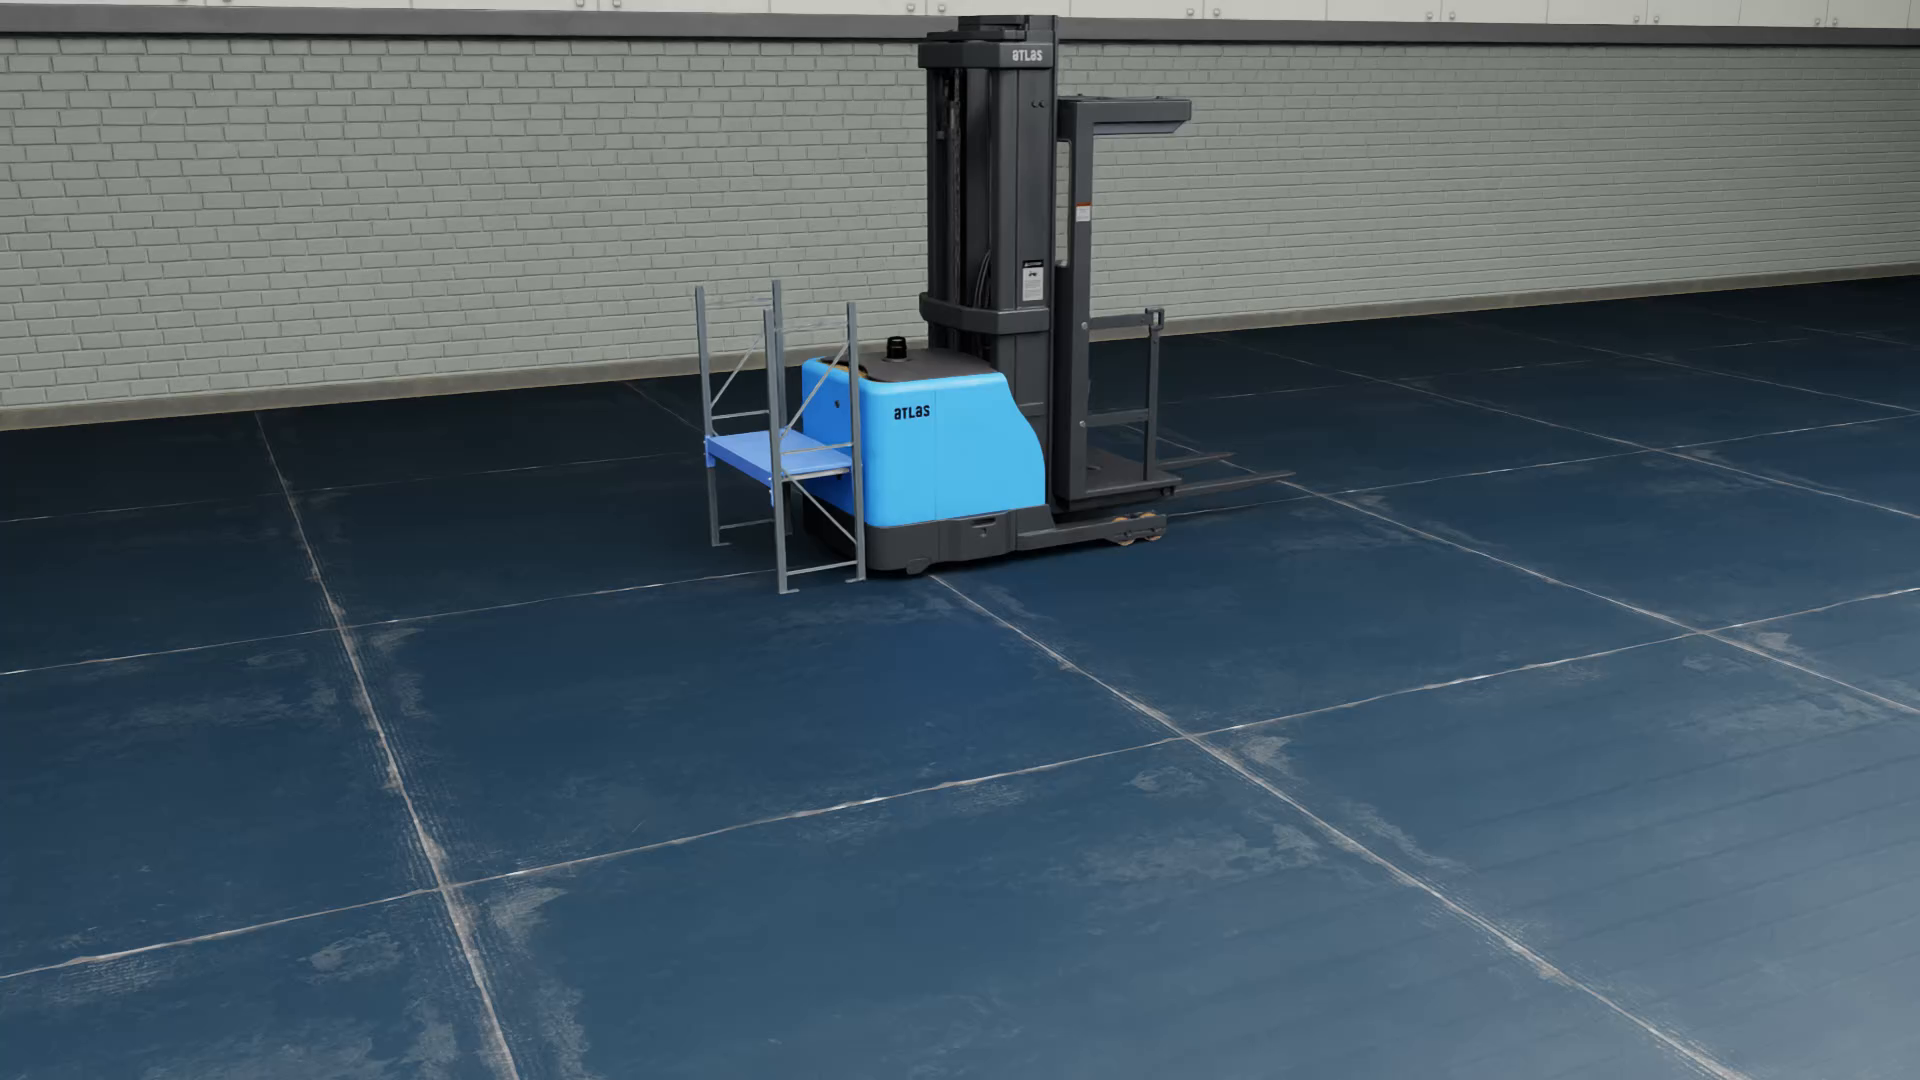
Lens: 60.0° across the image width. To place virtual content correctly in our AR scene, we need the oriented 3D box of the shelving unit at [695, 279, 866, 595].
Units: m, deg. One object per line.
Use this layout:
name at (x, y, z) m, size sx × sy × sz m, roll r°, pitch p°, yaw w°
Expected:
shelving unit at (-0.988, -0.595, 9.085) m, size 0.538 × 1.500 × 1.048 m, roll -10°, pitch 19°, yaw -27°

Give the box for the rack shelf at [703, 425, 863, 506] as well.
rack shelf at (-0.985, -0.422, 9.137) m, size 0.538 × 0.185 × 1.000 m, roll -10°, pitch 19°, yaw -27°

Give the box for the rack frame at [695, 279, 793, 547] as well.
rack frame at (-1.228, -0.718, 9.516) m, size 0.500 × 1.500 × 0.032 m, roll -10°, pitch 19°, yaw -27°

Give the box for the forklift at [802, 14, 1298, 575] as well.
forklift at (0.627, -1.493, 9.639) m, size 3.031 × 2.935 × 1.130 m, roll -9°, pitch 18°, yaw -28°

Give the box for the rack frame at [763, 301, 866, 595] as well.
rack frame at (-0.747, -0.471, 8.655) m, size 0.500 × 1.500 × 0.032 m, roll -10°, pitch 19°, yaw -27°
